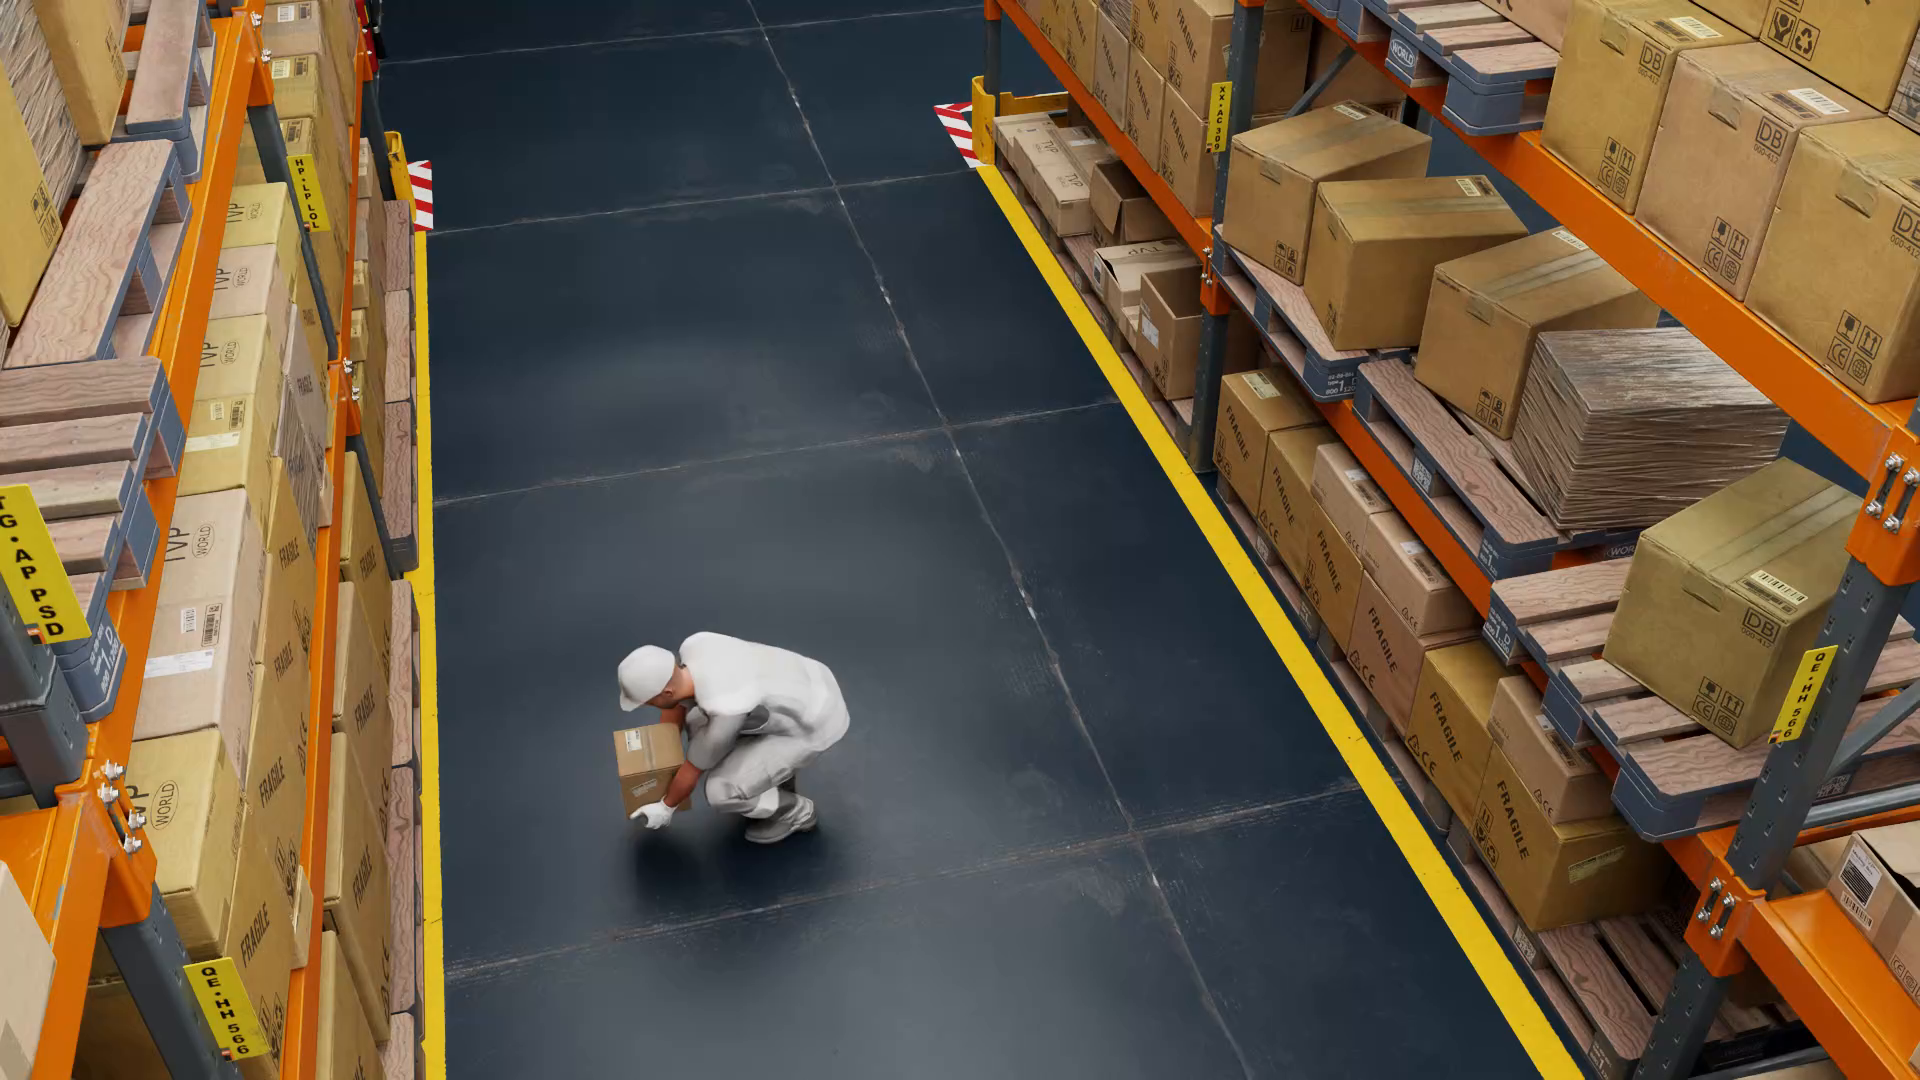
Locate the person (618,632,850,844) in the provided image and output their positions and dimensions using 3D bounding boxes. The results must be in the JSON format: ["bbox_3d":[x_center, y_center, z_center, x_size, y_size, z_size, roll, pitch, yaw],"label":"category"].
[{"bbox_3d":[-0.872,0.724,6.415,0.890,0.998,0.536,-10,39,-13],"label":"person"}]
